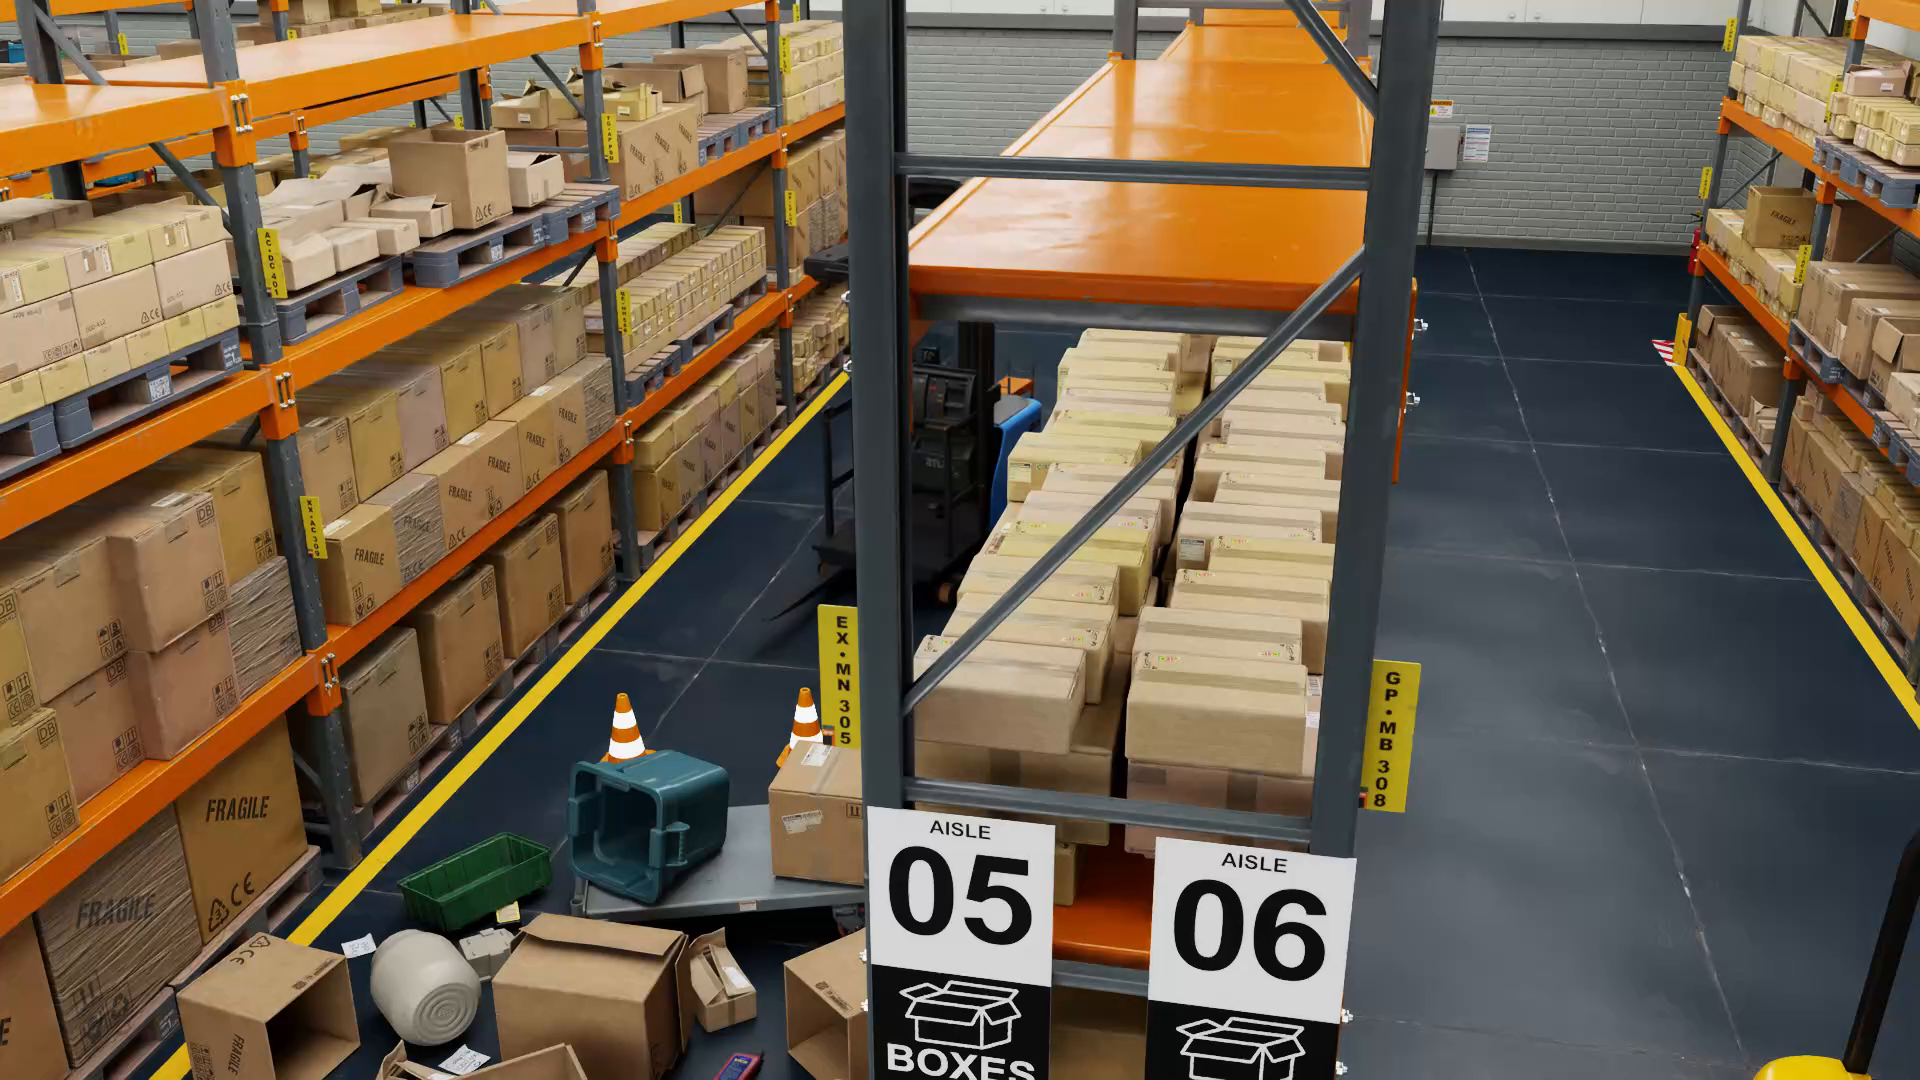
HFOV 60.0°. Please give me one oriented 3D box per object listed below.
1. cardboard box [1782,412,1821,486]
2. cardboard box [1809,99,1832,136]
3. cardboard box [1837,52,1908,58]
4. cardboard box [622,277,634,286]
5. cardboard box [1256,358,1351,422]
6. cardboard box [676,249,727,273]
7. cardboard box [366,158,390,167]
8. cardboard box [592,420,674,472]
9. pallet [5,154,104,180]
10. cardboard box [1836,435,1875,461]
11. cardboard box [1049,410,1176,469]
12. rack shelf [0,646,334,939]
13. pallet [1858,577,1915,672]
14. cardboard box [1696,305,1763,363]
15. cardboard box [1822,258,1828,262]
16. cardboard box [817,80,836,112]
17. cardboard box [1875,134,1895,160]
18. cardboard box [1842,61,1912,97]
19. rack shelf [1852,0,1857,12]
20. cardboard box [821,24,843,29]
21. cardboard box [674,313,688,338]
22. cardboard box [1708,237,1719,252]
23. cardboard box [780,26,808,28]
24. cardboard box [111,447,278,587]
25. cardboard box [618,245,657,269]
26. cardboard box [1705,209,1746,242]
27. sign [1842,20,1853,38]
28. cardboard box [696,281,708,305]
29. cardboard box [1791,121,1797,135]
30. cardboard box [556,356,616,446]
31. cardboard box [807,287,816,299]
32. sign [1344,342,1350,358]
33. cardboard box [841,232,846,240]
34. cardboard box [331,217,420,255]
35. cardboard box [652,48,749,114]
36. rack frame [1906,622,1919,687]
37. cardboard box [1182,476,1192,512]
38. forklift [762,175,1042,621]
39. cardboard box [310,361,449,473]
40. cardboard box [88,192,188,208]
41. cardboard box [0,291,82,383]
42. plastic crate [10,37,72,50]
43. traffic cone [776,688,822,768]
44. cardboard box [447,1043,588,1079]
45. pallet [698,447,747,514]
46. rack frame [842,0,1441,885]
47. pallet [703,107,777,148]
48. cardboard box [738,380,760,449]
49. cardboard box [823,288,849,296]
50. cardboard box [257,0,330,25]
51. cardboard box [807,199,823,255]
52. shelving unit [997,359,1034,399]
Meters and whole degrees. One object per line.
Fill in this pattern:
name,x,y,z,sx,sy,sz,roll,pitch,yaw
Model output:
cardboard box,7.287,-0.749,14.011,0.500,0.500,0.500,5,23,13
cardboard box,7.459,-3.528,13.917,0.500,0.250,0.500,5,22,11
cardboard box,8.274,-4.283,15.123,0.500,0.250,0.500,4,22,11
cardboard box,-2.968,-2.125,14.022,0.380,0.149,0.250,4,22,10
cardboard box,1.219,-0.542,5.969,0.380,0.149,0.250,5,22,12
cardboard box,-2.227,-2.405,14.317,0.380,0.149,0.250,4,22,9
cardboard box,-3.402,-2.259,10.468,0.500,0.250,0.500,5,22,12
cardboard box,-2.559,-0.744,12.997,0.500,0.250,0.500,3,22,8
pallet,-7.692,-3.086,13.269,1.213,0.211,1.003,6,23,13
cardboard box,7.120,-0.707,13.039,0.380,0.149,0.250,4,22,11
cardboard box,0.493,-0.304,5.377,0.380,0.149,0.250,5,22,12
rack shelf,-4.161,1.401,6.854,1.077,0.370,4.000,4,22,11
pallet,6.979,0.613,11.579,1.003,0.211,1.213,4,22,11
cardboard box,8.205,-2.156,17.502,0.797,0.503,0.637,4,22,9
cardboard box,8.174,-2.474,15.315,0.500,0.250,0.500,5,22,12
cardboard box,-1.549,-4.434,16.565,0.500,0.250,0.500,5,23,13
cardboard box,6.889,-2.844,12.056,0.380,0.149,0.250,5,22,12
cardboard box,7.203,-3.636,13.068,0.396,0.266,0.258,4,22,10
rack shelf,8.014,-5.052,14.850,1.077,0.370,4.000,4,22,11
cardboard box,-1.282,-5.471,17.937,0.380,0.149,0.250,4,22,9
cardboard box,-2.433,-1.747,13.481,0.380,0.149,0.250,5,23,13
cardboard box,8.086,-3.120,17.452,0.380,0.149,0.250,4,22,11
cardboard box,-1.840,-5.416,17.800,0.380,0.149,0.250,5,22,12
cardboard box,-3.862,-0.103,7.978,0.875,0.550,0.550,4,22,11
cardboard box,-2.862,-2.455,14.442,0.380,0.149,0.250,4,22,10
cardboard box,8.066,-3.259,17.263,0.500,0.250,0.500,5,22,11
sign,8.961,-5.088,16.803,0.100,0.325,0.005,4,22,11
cardboard box,-2.329,-2.075,13.898,0.380,0.149,0.250,5,23,13
cardboard box,7.644,-3.674,14.812,0.380,0.149,0.250,5,23,13
cardboard box,-2.766,-0.989,11.690,0.500,0.500,0.500,4,22,11
cardboard box,-1.829,-2.747,18.646,0.380,0.149,0.250,3,22,8
sign,1.646,-0.917,6.938,0.100,0.325,0.005,4,22,11
cardboard box,-1.443,-3.332,17.977,0.380,0.149,0.250,4,22,9
cardboard box,-3.212,-1.673,9.149,0.380,0.149,0.250,4,22,11
cardboard box,-2.306,-4.093,14.820,0.700,0.500,0.500,4,22,11
rack frame,6.790,-0.410,10.387,1.000,3.000,0.127,4,22,11
cardboard box,0.669,-0.225,6.248,0.380,0.149,0.250,5,23,13
forklift,-0.417,-1.068,12.112,1.130,2.935,3.031,10,24,23
cardboard box,-3.451,-0.730,9.709,0.700,0.500,0.500,5,22,11
cardboard box,-7.341,-2.804,14.855,0.797,0.503,0.637,5,23,13
cardboard box,-3.810,-0.798,6.443,0.500,0.250,0.500,4,22,10
plastic crate,-11.340,-6.057,20.568,0.497,0.269,0.590,4,22,11
traffic cone,-0.924,1.110,10.008,0.336,0.463,0.334,4,22,11
cardboard box,-1.823,2.461,6.599,0.797,0.503,0.637,-11,25,-26
pallet,-2.525,-0.565,14.503,1.003,0.211,1.213,4,22,11
rack frame,0.297,-0.644,2.938,1.000,3.000,0.127,4,22,11
pallet,-2.351,-3.677,14.735,1.213,0.211,1.003,4,22,11
cardboard box,-2.130,-1.148,15.004,0.500,0.500,0.500,4,22,10
cardboard box,-1.315,-2.707,18.548,0.380,0.149,0.250,4,22,9
cardboard box,-6.757,-5.376,16.868,0.500,0.250,0.500,3,22,7
cardboard box,-1.679,-3.118,16.579,0.500,0.500,0.500,4,22,11
shelving unit,0.402,-0.853,13.896,0.258,1.200,0.503,10,24,23
